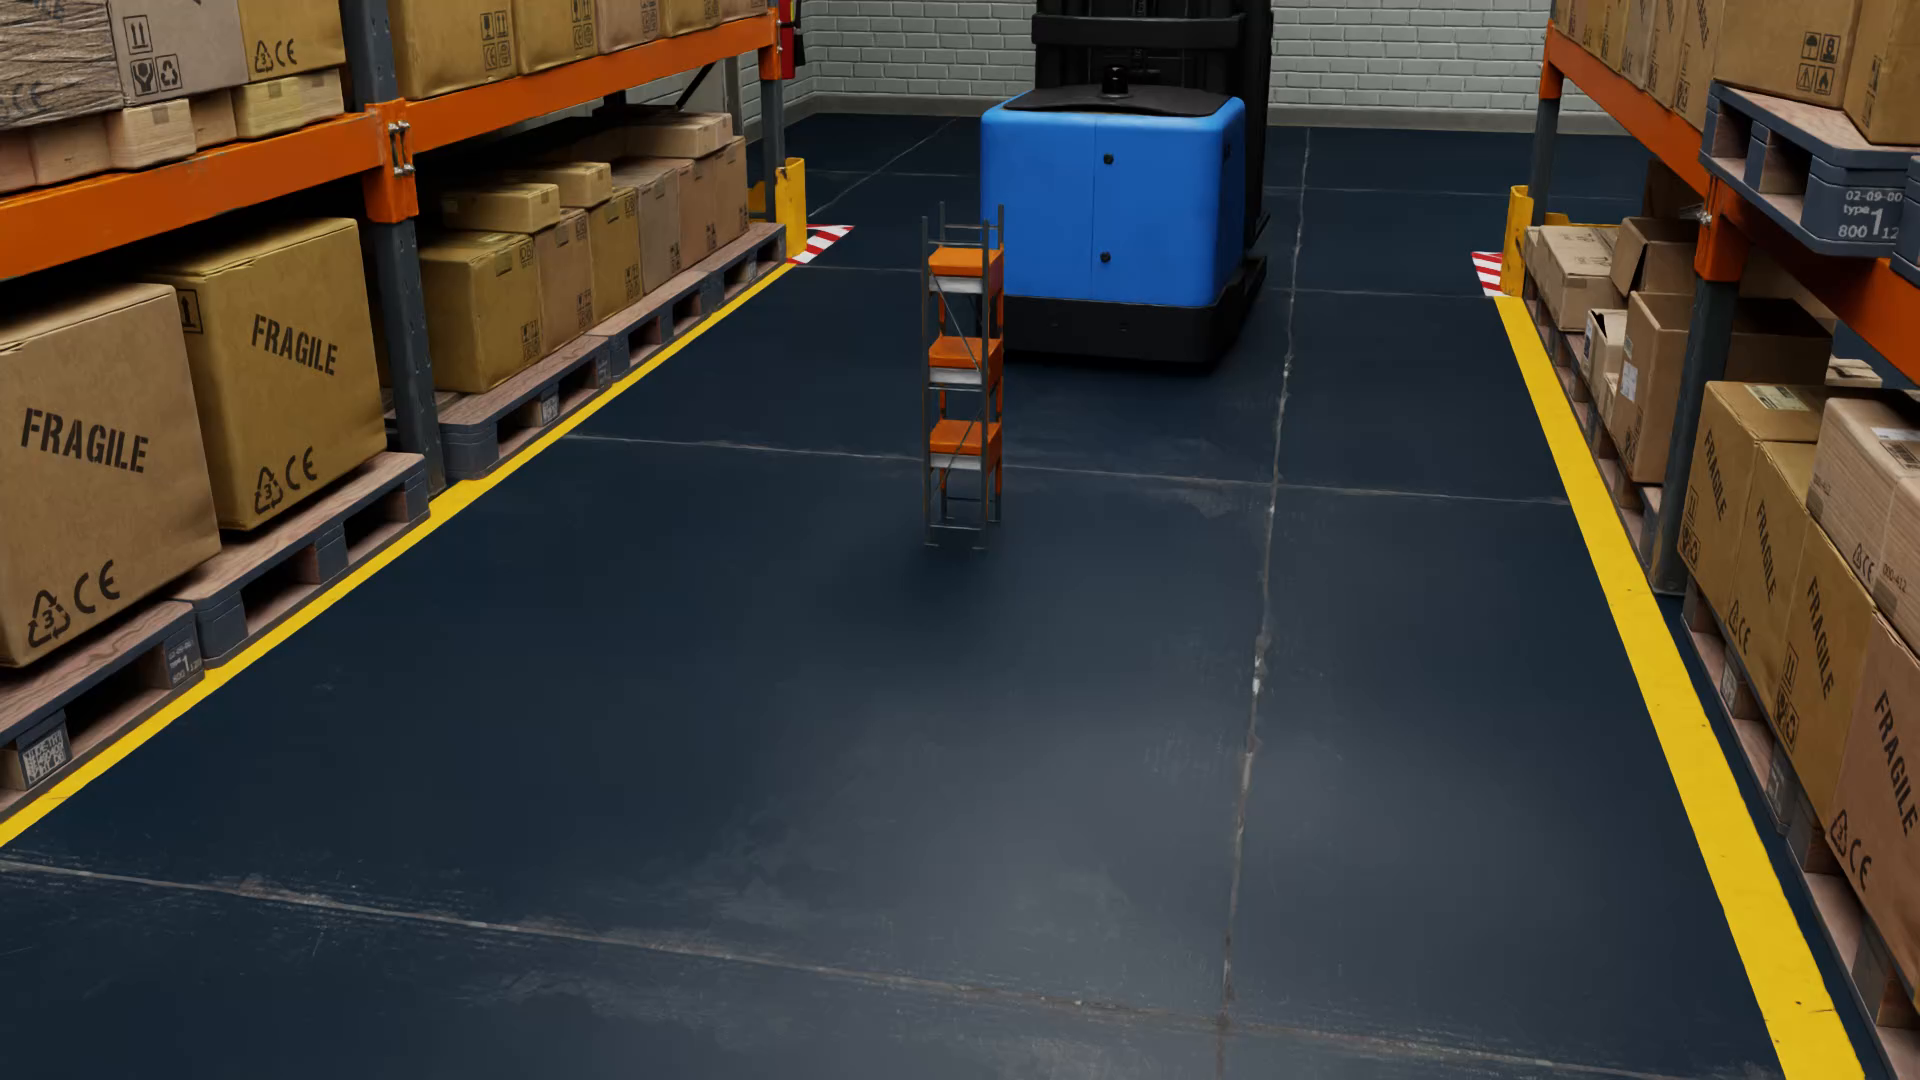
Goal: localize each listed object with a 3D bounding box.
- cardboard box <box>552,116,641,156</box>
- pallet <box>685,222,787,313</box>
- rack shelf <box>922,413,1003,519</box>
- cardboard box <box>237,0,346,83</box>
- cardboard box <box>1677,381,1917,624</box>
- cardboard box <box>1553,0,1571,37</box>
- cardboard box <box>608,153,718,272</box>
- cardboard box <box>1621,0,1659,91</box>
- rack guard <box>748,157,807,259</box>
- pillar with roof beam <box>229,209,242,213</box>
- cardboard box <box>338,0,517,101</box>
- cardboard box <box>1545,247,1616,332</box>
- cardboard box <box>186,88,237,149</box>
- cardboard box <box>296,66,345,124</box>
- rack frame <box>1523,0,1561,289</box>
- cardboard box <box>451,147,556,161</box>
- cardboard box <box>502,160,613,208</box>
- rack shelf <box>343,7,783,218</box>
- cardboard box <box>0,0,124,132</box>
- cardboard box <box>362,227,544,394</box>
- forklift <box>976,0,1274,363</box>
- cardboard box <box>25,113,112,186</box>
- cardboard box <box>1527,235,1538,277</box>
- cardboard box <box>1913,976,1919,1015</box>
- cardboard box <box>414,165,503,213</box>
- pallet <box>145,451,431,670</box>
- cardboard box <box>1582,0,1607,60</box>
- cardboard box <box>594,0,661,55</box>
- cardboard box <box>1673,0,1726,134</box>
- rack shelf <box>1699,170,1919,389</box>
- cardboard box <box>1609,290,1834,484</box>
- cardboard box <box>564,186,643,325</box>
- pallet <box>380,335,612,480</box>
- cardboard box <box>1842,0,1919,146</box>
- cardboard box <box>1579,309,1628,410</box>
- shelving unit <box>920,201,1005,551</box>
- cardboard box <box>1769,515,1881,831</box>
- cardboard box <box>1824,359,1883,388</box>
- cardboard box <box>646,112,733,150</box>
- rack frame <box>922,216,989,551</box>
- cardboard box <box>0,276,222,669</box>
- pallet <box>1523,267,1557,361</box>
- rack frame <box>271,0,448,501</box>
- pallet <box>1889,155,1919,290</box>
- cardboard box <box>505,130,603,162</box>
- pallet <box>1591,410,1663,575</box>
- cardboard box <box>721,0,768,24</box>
[{"bbox_3d":[-1.789,-1.996,8.209,0.380,0.149,0.250,5,22,11],"label":"cardboard box"},{"bbox_3d":[-1.558,-1.455,8.685,1.003,0.211,1.213,4,22,11],"label":"pallet"},{"bbox_3d":[0.011,-0.239,5.314,0.215,0.259,0.240,4,22,11],"label":"rack shelf"},{"bbox_3d":[-2.135,-1.590,4.728,0.500,0.500,0.500,4,22,10],"label":"cardboard box"},{"bbox_3d":[2.225,-0.094,4.330,0.500,0.500,0.500,3,22,8],"label":"cardboard box"},{"bbox_3d":[3.030,-2.575,7.599,0.500,0.500,0.500,5,22,12],"label":"cardboard box"},{"bbox_3d":[-1.619,-1.636,8.184,0.700,0.500,0.500,4,22,11],"label":"cardboard box"},{"bbox_3d":[2.620,-1.834,5.757,0.500,0.500,0.500,5,22,12],"label":"cardboard box"},{"bbox_3d":[-1.467,-1.897,9.394,1.175,0.500,0.348,4,22,11],"label":"rack guard"},{"bbox_3d":[1.223,-4.361,4.136,9.100,9.000,0.400,4,22,11],"label":"pillar with roof beam"},{"bbox_3d":[-2.161,-1.921,5.706,0.980,0.700,0.700,5,22,12],"label":"cardboard box"},{"bbox_3d":[2.786,-1.057,7.054,0.500,0.250,0.500,4,22,11],"label":"cardboard box"},{"bbox_3d":[-2.205,-1.147,4.495,0.380,0.149,0.250,5,23,13],"label":"cardboard box"},{"bbox_3d":[-2.080,-1.332,4.955,0.380,0.149,0.250,5,22,11],"label":"cardboard box"},{"bbox_3d":[3.378,-2.671,7.971,1.000,3.000,0.127,4,22,11],"label":"rack frame"},{"bbox_3d":[-1.996,-1.624,7.288,0.380,0.149,0.250,4,22,10],"label":"cardboard box"},{"bbox_3d":[-1.680,-1.489,6.950,0.380,0.149,0.250,4,22,9],"label":"cardboard box"},{"bbox_3d":[-1.880,-1.982,7.223,1.077,0.370,4.000,4,22,11],"label":"rack shelf"},{"bbox_3d":[-2.341,-1.220,3.808,0.500,0.500,0.500,4,22,11],"label":"cardboard box"},{"bbox_3d":[-2.035,-0.885,6.321,0.700,0.500,0.500,5,22,12],"label":"cardboard box"},{"bbox_3d":[0.964,-2.626,7.951,1.130,2.935,3.031,6,23,15],"label":"forklift"},{"bbox_3d":[-2.316,-0.961,4.034,0.380,0.149,0.250,4,22,11],"label":"cardboard box"},{"bbox_3d":[2.906,-1.343,7.875,0.380,0.166,0.250,4,22,11],"label":"cardboard box"},{"bbox_3d":[1.813,0.661,2.454,0.500,0.500,0.500,4,22,9],"label":"cardboard box"},{"bbox_3d":[-2.100,-1.438,6.824,0.380,0.149,0.250,4,22,9],"label":"cardboard box"},{"bbox_3d":[-2.372,-0.003,5.078,1.003,0.211,1.213,4,22,11],"label":"pallet"},{"bbox_3d":[2.825,-2.203,6.674,0.500,0.500,0.500,4,22,11],"label":"cardboard box"},{"bbox_3d":[-1.868,-2.454,7.030,0.980,0.700,0.700,3,22,8],"label":"cardboard box"},{"bbox_3d":[2.413,-1.457,4.822,0.500,0.500,0.500,5,22,12],"label":"cardboard box"},{"bbox_3d":[2.154,-0.143,2.657,1.077,0.370,4.000,4,22,11],"label":"rack shelf"},{"bbox_3d":[2.401,-0.483,5.294,0.500,0.500,0.500,4,22,11],"label":"cardboard box"},{"bbox_3d":[-1.822,-1.256,7.242,0.700,0.500,0.500,5,22,12],"label":"cardboard box"},{"bbox_3d":[-2.056,-0.563,6.469,1.003,0.211,1.213,4,22,11],"label":"pallet"},{"bbox_3d":[2.168,-1.037,3.217,0.700,0.500,0.500,8,23,19],"label":"cardboard box"},{"bbox_3d":[2.554,-0.669,6.011,0.500,0.311,0.500,4,22,11],"label":"cardboard box"},{"bbox_3d":[0.011,-0.507,5.206,0.215,1.050,0.252,4,22,11],"label":"shelving unit"},{"bbox_3d":[2.018,0.284,3.391,0.500,0.500,0.500,5,22,12],"label":"cardboard box"},{"bbox_3d":[3.026,-0.552,5.913,0.380,0.166,0.250,4,22,11],"label":"cardboard box"},{"bbox_3d":[-1.364,-2.059,8.366,0.380,0.149,0.250,4,22,10],"label":"cardboard box"},{"bbox_3d":[-0.014,-0.462,5.095,0.200,1.050,0.008,4,22,11],"label":"rack frame"},{"bbox_3d":[-2.472,-0.209,4.173,0.750,0.750,0.750,5,23,13],"label":"cardboard box"},{"bbox_3d":[3.201,-1.058,7.698,1.003,0.211,1.213,4,22,11],"label":"pallet"},{"bbox_3d":[-2.288,-1.584,5.273,1.000,3.000,0.127,4,22,11],"label":"rack frame"},{"bbox_3d":[2.138,-0.368,2.509,1.003,0.211,1.213,4,22,11],"label":"pallet"},{"bbox_3d":[-1.892,-1.811,7.750,0.380,0.149,0.250,5,22,12],"label":"cardboard box"},{"bbox_3d":[2.703,-0.166,5.483,1.003,0.211,1.213,4,22,11],"label":"pallet"},{"bbox_3d":[-1.566,-2.999,8.384,0.980,0.700,0.700,5,23,13],"label":"cardboard box"}]
